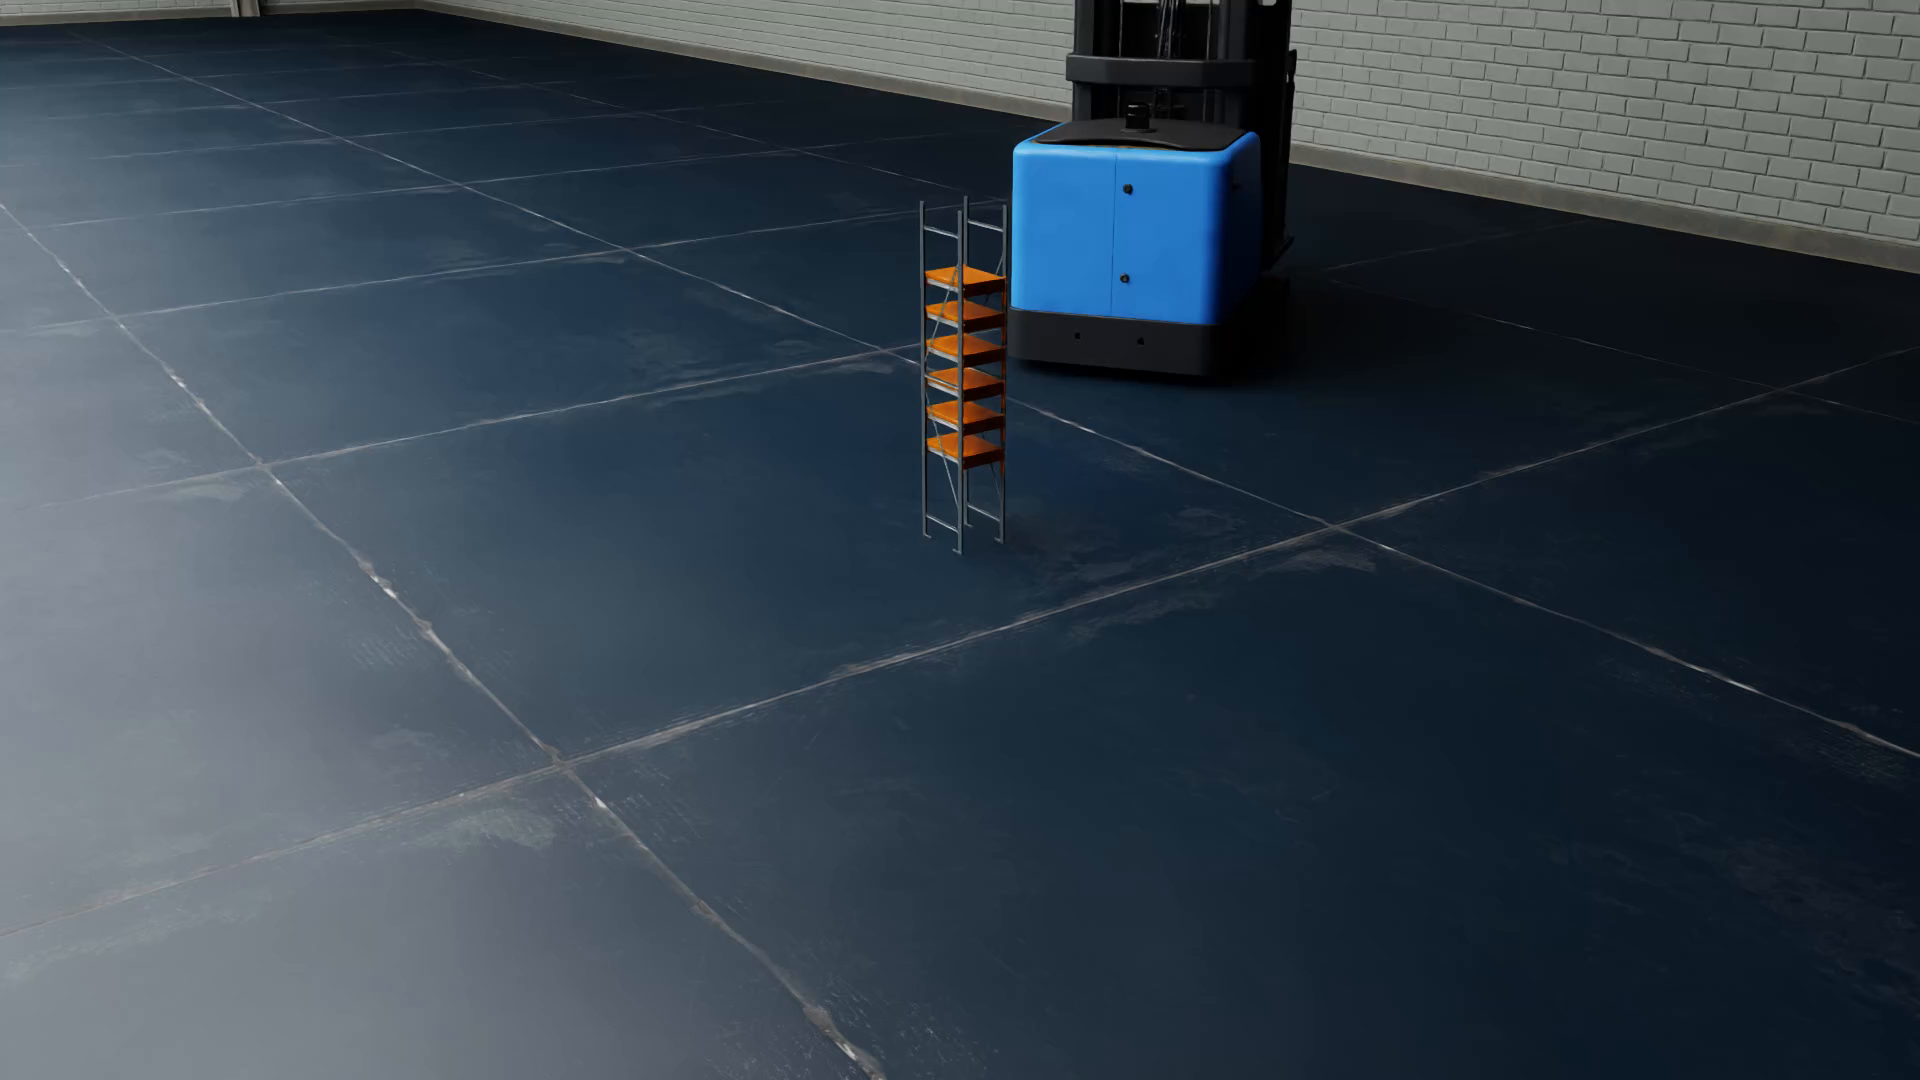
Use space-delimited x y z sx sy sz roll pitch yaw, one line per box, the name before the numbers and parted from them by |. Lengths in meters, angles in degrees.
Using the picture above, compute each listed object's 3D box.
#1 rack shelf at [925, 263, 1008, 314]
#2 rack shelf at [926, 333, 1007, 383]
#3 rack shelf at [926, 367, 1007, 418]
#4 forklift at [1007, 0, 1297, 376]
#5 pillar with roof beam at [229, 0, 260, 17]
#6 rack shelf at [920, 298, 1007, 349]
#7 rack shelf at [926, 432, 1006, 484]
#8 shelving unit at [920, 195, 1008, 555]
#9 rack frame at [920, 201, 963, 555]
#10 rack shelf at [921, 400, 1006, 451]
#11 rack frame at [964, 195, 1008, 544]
rack shelf | 0.012 -0.854 5.627 0.180 0.103 0.258 -15 26 -33
rack shelf | 0.012 -0.631 5.716 0.180 0.103 0.258 -15 26 -33
rack shelf | 0.012 -0.519 5.760 0.180 0.103 0.258 -15 26 -33
forklift | 1.193 -2.632 8.600 1.130 2.935 3.031 7 23 18
pillar with roof beam | -9.637 -11.800 23.389 0.400 9.000 9.100 -15 26 -33
rack shelf | 0.012 -0.742 5.671 0.180 0.103 0.258 -15 26 -33
rack shelf | 0.012 -0.296 5.849 0.180 0.103 0.258 -15 26 -33
shelving unit | 0.012 -0.560 5.744 0.189 1.200 0.258 -15 26 -33
rack frame | -0.063 -0.541 5.694 0.006 1.200 0.240 -15 26 -33
rack shelf | 0.012 -0.408 5.805 0.180 0.103 0.258 -15 26 -33
rack frame | 0.086 -0.580 5.794 0.006 1.200 0.240 -15 26 -33
